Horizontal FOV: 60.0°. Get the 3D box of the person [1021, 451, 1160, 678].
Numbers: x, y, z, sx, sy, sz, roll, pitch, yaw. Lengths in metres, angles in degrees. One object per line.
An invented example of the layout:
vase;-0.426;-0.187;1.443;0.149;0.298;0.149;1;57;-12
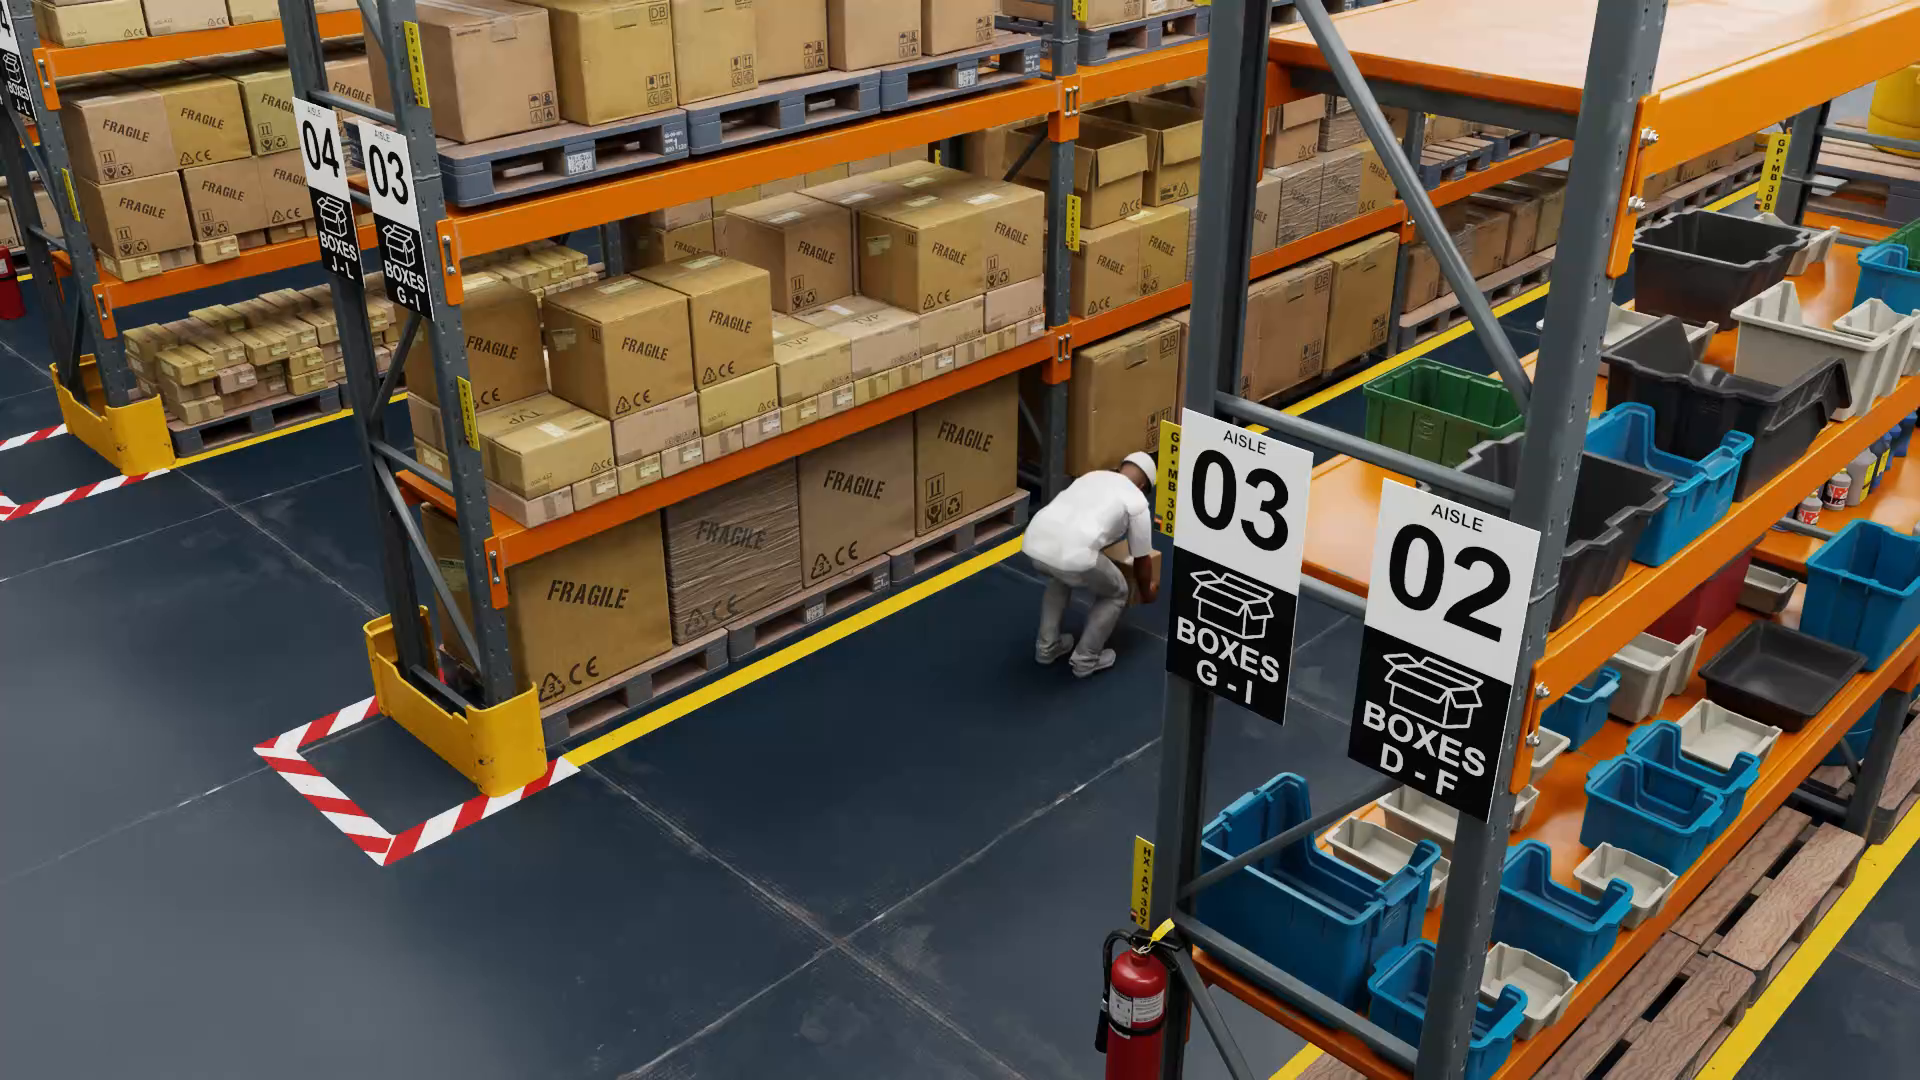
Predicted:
person;0.733;0.136;9.070;0.508;1.083;0.966;22;35;36
